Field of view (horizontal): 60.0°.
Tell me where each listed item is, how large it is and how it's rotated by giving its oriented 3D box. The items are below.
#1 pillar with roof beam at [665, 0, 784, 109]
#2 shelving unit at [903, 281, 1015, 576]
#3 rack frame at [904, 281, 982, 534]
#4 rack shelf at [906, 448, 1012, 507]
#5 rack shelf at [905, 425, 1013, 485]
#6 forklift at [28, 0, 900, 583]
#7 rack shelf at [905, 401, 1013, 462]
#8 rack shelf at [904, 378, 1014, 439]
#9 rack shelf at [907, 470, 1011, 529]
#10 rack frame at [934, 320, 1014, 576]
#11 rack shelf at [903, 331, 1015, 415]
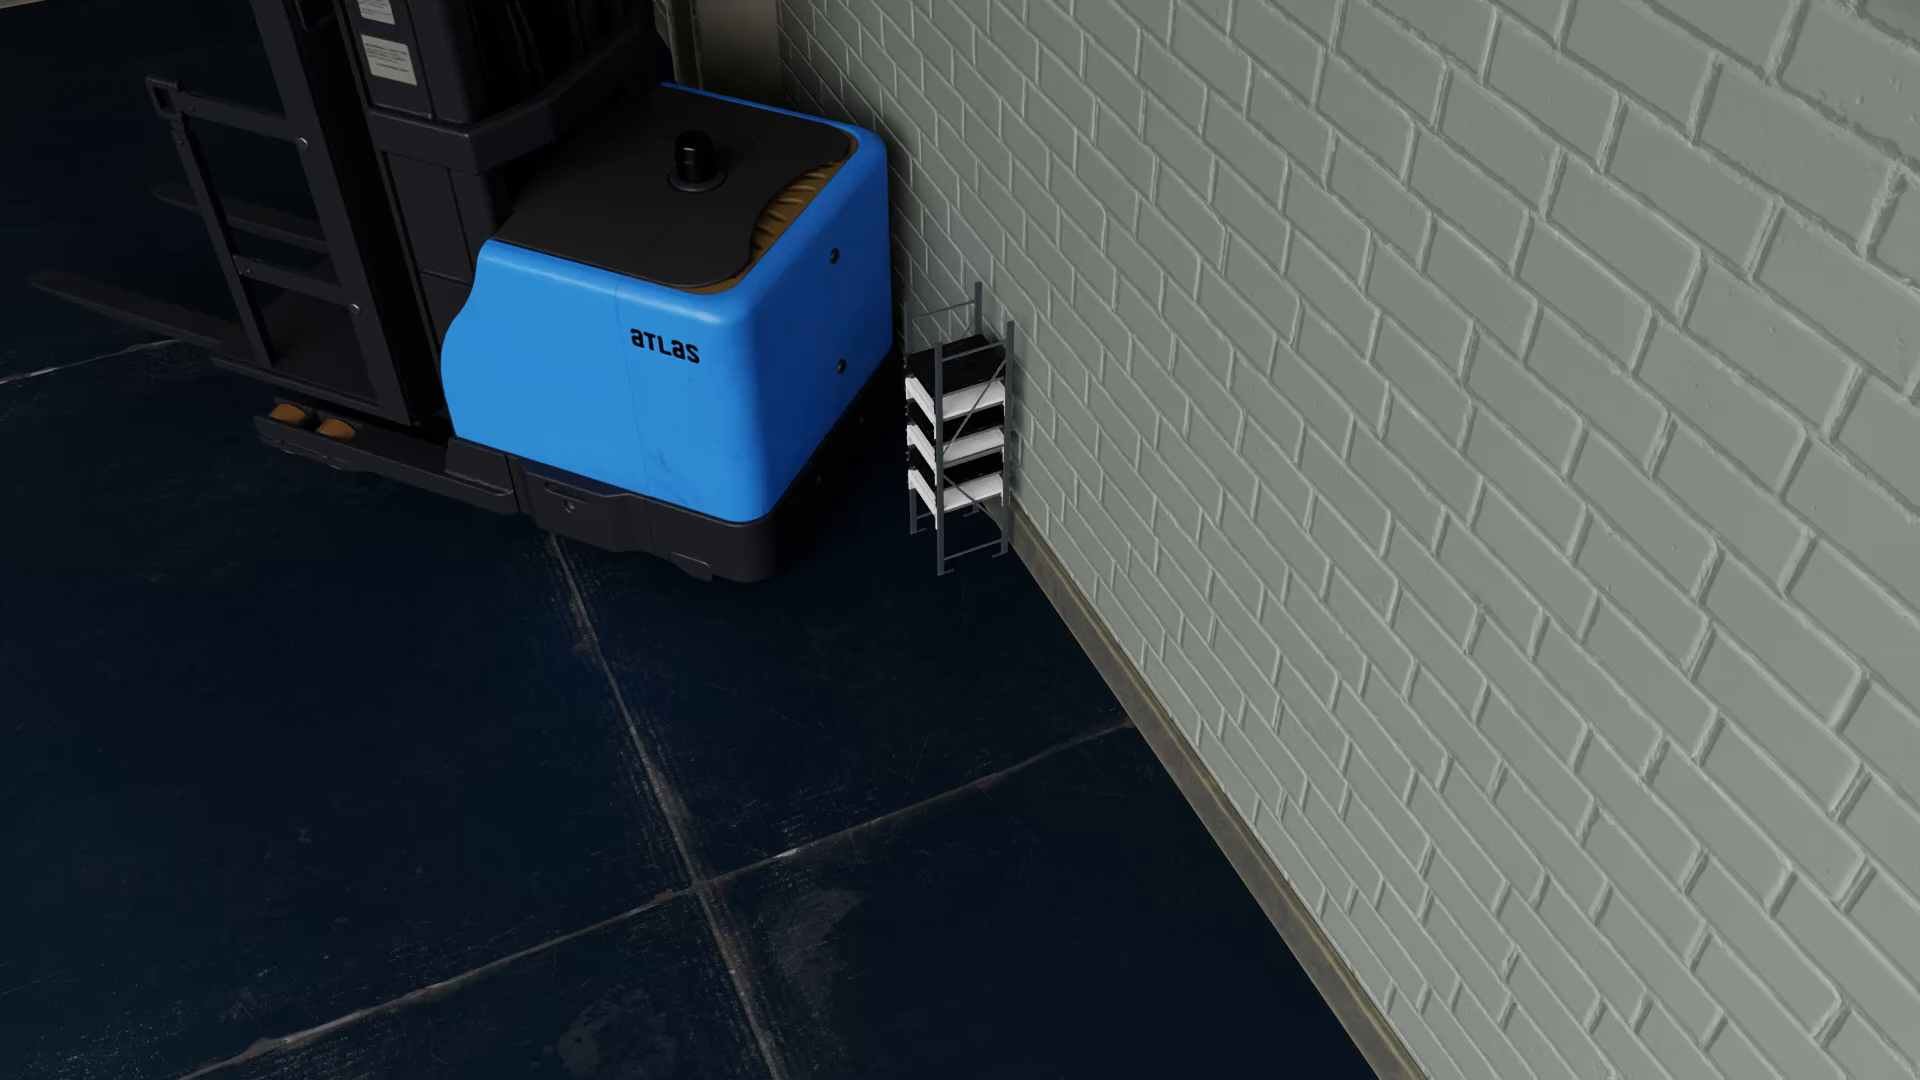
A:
[{"bbox_3d":[-4.777,-3.288,2.175,9.100,9.000,0.400,-18,47,-17],"label":"pillar with roof beam"},{"bbox_3d":[-0.003,-0.312,4.925,0.258,0.900,0.210,-19,48,-18],"label":"shelving unit"},{"bbox_3d":[-0.047,-0.376,4.990,0.240,0.900,0.006,-19,48,-18],"label":"rack frame"},{"bbox_3d":[-0.003,-0.224,5.012,0.258,0.077,0.200,-19,48,-18],"label":"rack shelf"},{"bbox_3d":[-0.003,-0.288,4.949,0.258,0.077,0.200,-19,48,-18],"label":"rack shelf"},{"bbox_3d":[-1.769,-1.598,4.783,3.031,2.935,1.130,17,47,16],"label":"forklift"},{"bbox_3d":[-0.003,-0.352,4.885,0.258,0.077,0.200,-19,48,-18],"label":"rack shelf"},{"bbox_3d":[-0.003,-0.416,4.822,0.258,0.077,0.200,-19,48,-18],"label":"rack shelf"},{"bbox_3d":[-0.003,-0.160,5.075,0.258,0.077,0.200,-19,48,-18],"label":"rack shelf"},{"bbox_3d":[0.040,-0.247,4.860,0.240,0.900,0.006,-19,48,-18],"label":"rack frame"},{"bbox_3d":[-0.003,-0.480,4.759,0.258,0.077,0.200,-19,48,-18],"label":"rack shelf"}]
